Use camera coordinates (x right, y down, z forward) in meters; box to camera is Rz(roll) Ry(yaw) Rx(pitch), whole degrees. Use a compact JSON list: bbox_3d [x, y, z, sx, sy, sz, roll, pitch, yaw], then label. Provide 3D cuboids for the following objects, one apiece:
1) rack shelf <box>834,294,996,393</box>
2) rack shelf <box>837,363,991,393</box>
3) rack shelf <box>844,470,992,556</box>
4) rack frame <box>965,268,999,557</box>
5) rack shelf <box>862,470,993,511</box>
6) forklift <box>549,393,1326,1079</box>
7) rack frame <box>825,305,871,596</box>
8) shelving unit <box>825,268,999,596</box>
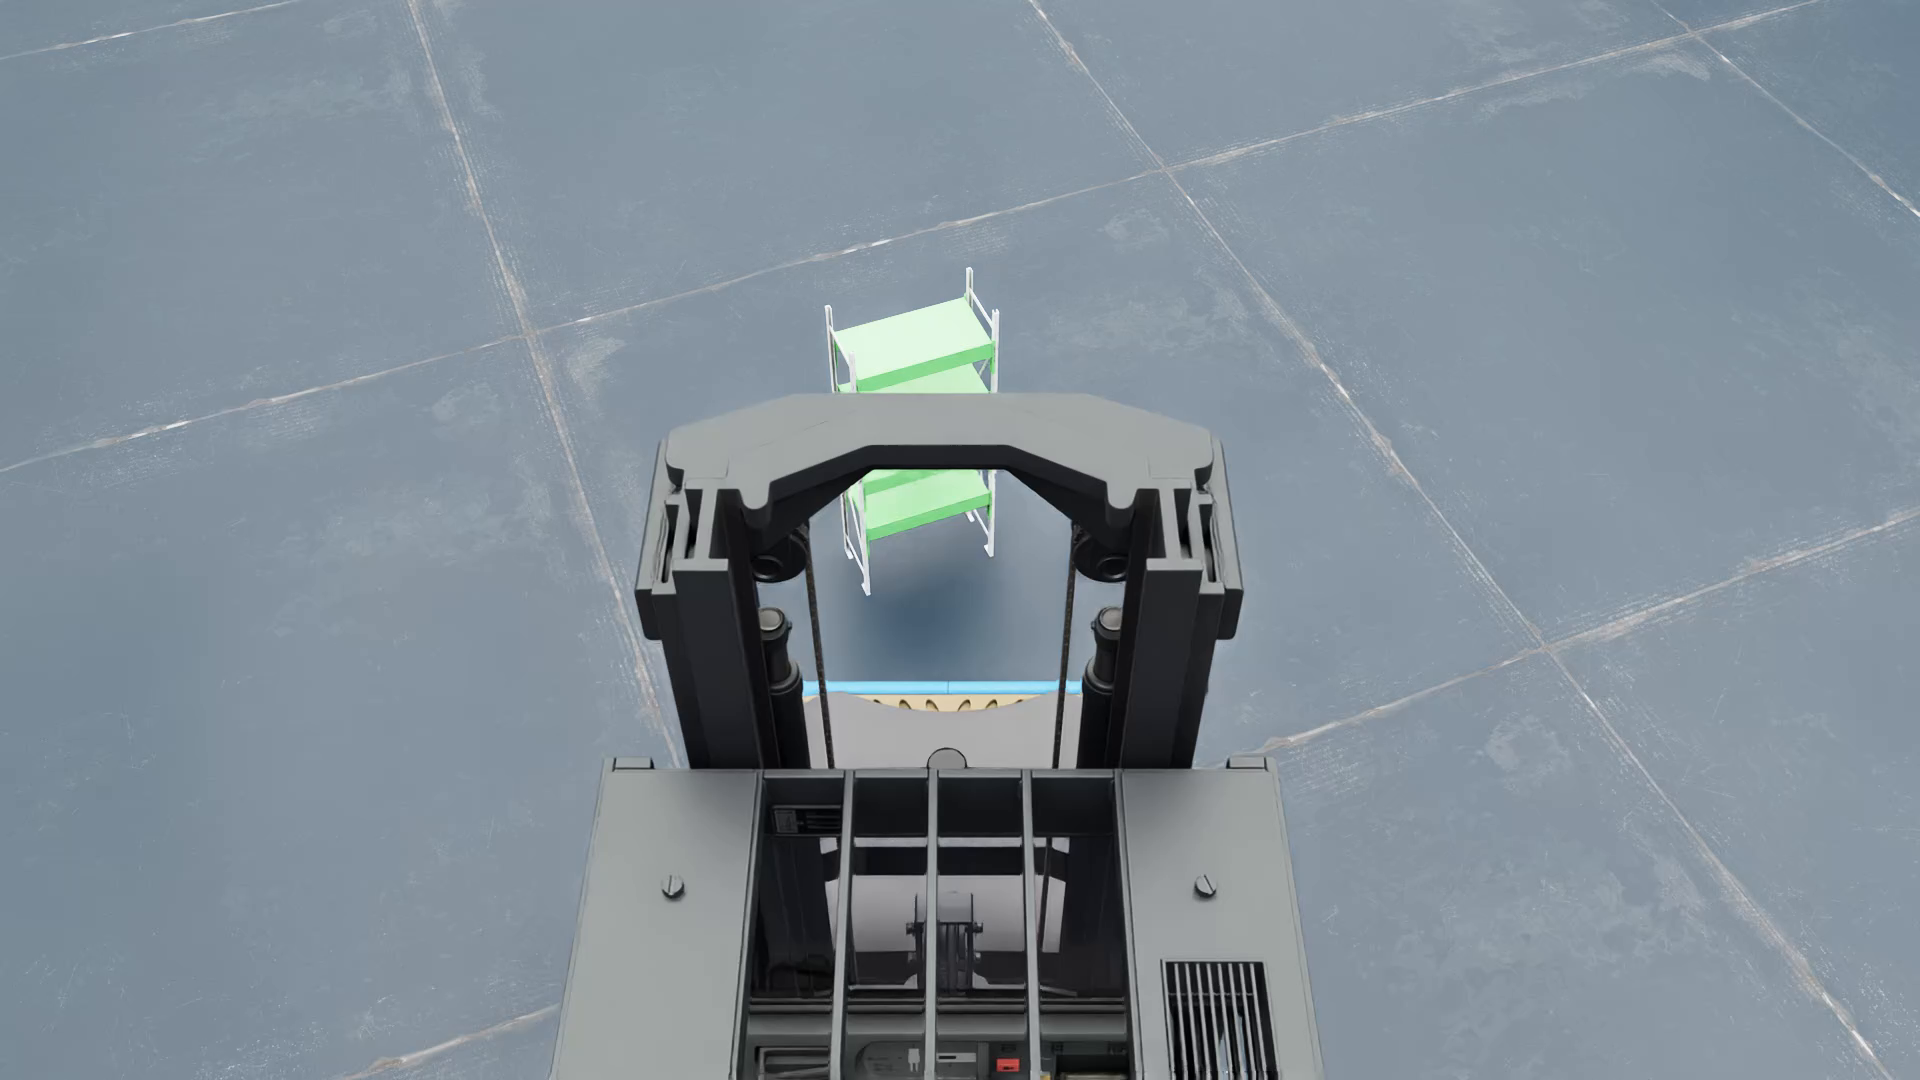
[{"bbox_3d":[-0.153,-0.615,5.438,0.480,0.148,0.258,-17,52,-14],"label":"rack shelf"},{"bbox_3d":[-0.153,-0.458,5.620,0.480,0.148,0.258,-17,52,-14],"label":"rack shelf"},{"bbox_3d":[-0.153,-0.145,5.985,0.480,0.148,0.258,-17,52,-14],"label":"rack shelf"},{"bbox_3d":[0.073,-0.413,5.814,0.015,1.200,0.240,-17,52,-14],"label":"rack frame"},{"bbox_3d":[-0.153,-0.302,5.803,0.480,0.148,0.258,-17,52,-14],"label":"rack shelf"},{"bbox_3d":[-0.032,1.249,3.245,1.130,2.935,3.031,0,49,0],"label":"forklift"},{"bbox_3d":[-0.379,-0.273,5.694,0.015,1.200,0.240,-17,52,-14],"label":"rack frame"},{"bbox_3d":[-0.153,-0.343,5.754,0.503,1.200,0.258,-17,52,-14],"label":"shelving unit"}]
